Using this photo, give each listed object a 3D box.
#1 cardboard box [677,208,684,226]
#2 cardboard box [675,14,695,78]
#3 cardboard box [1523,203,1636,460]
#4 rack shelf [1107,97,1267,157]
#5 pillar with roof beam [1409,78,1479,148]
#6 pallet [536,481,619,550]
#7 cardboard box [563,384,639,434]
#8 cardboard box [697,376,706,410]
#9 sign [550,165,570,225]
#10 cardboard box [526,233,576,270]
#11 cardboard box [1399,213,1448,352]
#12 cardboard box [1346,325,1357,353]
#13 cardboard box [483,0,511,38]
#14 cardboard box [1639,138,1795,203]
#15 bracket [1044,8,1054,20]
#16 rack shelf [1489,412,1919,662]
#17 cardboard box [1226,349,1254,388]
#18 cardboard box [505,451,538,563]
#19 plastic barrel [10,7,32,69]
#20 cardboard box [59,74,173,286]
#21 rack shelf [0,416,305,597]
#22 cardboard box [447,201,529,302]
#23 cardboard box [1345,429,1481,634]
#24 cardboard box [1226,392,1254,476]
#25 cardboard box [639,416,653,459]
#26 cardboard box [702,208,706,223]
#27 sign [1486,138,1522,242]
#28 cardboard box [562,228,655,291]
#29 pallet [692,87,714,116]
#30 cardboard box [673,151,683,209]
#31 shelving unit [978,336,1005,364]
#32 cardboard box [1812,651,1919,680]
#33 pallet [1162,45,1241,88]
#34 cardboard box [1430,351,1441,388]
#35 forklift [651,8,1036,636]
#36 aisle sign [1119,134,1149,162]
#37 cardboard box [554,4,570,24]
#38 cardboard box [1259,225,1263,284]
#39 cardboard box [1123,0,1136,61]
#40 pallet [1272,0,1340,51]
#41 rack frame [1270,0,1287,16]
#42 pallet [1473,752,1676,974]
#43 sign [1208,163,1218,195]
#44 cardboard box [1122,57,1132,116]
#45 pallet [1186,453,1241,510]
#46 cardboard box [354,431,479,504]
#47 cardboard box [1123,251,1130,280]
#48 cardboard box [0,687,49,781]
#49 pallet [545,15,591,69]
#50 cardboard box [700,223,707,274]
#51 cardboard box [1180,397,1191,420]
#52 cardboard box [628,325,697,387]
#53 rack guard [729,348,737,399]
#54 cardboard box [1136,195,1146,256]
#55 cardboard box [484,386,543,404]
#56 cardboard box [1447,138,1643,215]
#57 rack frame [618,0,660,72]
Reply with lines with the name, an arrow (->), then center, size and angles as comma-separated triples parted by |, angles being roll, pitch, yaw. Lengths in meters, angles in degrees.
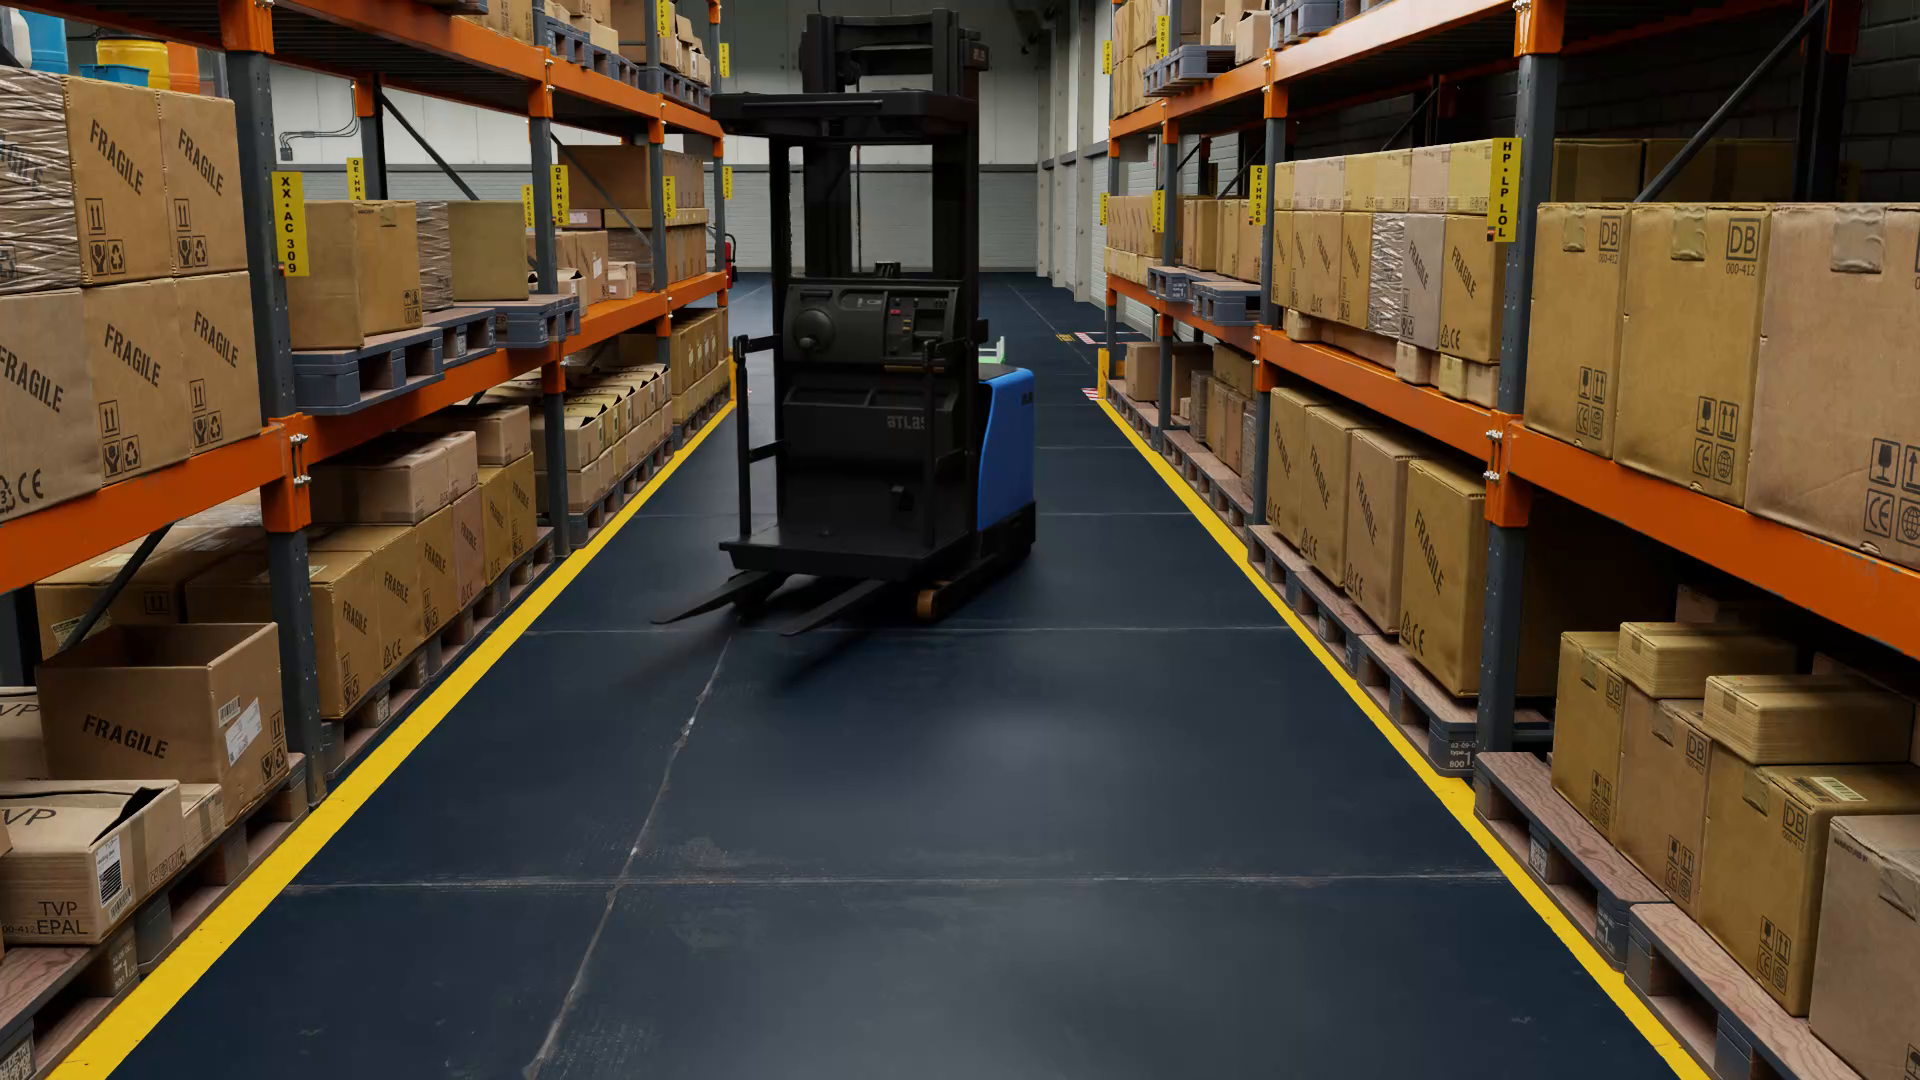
cardboard box -> -2.681, -2.892, 14.887 | 0.380, 0.149, 0.250 | 0, 11, -2
cardboard box -> -2.742, -4.286, 14.429 | 0.797, 0.503, 0.637 | 1, 12, 5
cardboard box -> 2.279, -0.633, 4.881 | 0.980, 0.700, 0.700 | 0, 11, 0
rack shelf -> 2.077, -3.699, 15.014 | 1.077, 0.370, 4.000 | 0, 11, -1
pillar with roof beam -> -1.265, -4.573, 9.969 | 9.100, 9.000, 0.400 | 0, 11, -1
pallet -> -2.729, -0.165, 10.342 | 1.003, 0.211, 1.213 | 0, 11, -1
cardboard box -> -2.507, -0.914, 11.471 | 0.500, 0.311, 0.500 | 0, 11, -2
cardboard box -> -2.551, -1.314, 14.849 | 0.500, 0.250, 0.500 | 0, 11, -1
sign -> -2.209, -1.901, 9.171 | 0.100, 0.325, 0.005 | 0, 11, -1
cardboard box -> -2.802, -1.750, 10.891 | 0.500, 0.500, 0.500 | -1, 11, -4
cardboard box -> 2.002, -0.991, 6.348 | 0.500, 0.500, 0.500 | 0, 11, -1
cardboard box -> 2.031, -0.954, 7.797 | 0.380, 0.149, 0.250 | 0, 11, 0
cardboard box -> -2.698, -2.699, 8.023 | 0.910, 0.500, 0.500 | 0, 11, -1
cardboard box -> 2.535, -1.259, 5.782 | 0.500, 0.250, 0.500 | 0, 11, 1
bracket -> 2.073, -12.235, 38.679 | 0.235, 0.232, 0.430 | 0, 11, -1
rack shelf -> 2.325, 0.156, 3.554 | 1.077, 0.370, 4.000 | 0, 11, -1
cardboard box -> 2.178, -1.205, 11.749 | 0.500, 0.250, 0.500 | -1, 11, -3
cardboard box -> -2.497, -0.174, 8.551 | 0.500, 0.500, 0.500 | 0, 11, 1
plastic barrel -> -7.599, -3.961, 13.155 | 0.421, 0.512, 0.421 | 0, 11, 0
cardboard box -> -2.386, -0.911, 4.237 | 0.500, 0.500, 0.500 | 0, 11, -2
rack shelf -> -2.627, 0.177, 3.450 | 1.077, 0.370, 4.000 | 0, 11, -1
cardboard box -> -2.625, -1.498, 8.591 | 0.700, 0.500, 0.500 | -4, 12, -20
cardboard box -> 2.119, -0.052, 7.119 | 0.750, 0.750, 0.750 | 0, 11, 1
cardboard box -> 2.201, -0.724, 11.264 | 0.700, 0.500, 0.500 | 0, 11, -1
cardboard box -> -2.516, -0.738, 12.011 | 0.500, 0.250, 0.500 | 0, 11, 0
cardboard box -> -2.711, -3.198, 16.395 | 0.380, 0.149, 0.250 | 0, 11, 0
sign -> 1.742, -1.118, 5.315 | 0.100, 0.325, 0.005 | 0, 11, -1
cardboard box -> -2.849, -2.300, 13.602 | 0.700, 0.500, 0.500 | -1, 11, -3
pallet -> -2.928, -4.244, 16.113 | 1.003, 0.211, 1.213 | 0, 11, -1
cardboard box -> -2.880, -3.235, 14.948 | 0.700, 0.500, 0.500 | 0, 11, -1
shelving unit -> 0.132, -0.612, 10.060 | 0.258, 1.200, 0.503 | 1, 11, 4
cardboard box -> 2.412, 0.384, 4.221 | 0.380, 0.149, 0.250 | -1, 11, -3
pallet -> 2.050, -3.233, 11.378 | 1.213, 0.211, 1.003 | 0, 11, -1
cardboard box -> 2.005, -0.648, 6.292 | 0.380, 0.149, 0.250 | 0, 11, 1
forklift -> -0.526, -1.126, 8.238 | 1.130, 2.935, 3.031 | 4, 12, 19
aisle sign -> 1.735, -4.266, 17.006 | 0.394, 0.787, 0.004 | 0, 11, -1
cardboard box -> -2.856, -3.385, 10.977 | 0.500, 0.250, 0.500 | -1, 12, -6
cardboard box -> 2.182, -1.747, 9.768 | 0.700, 0.500, 0.500 | -2, 12, -8
cardboard box -> 1.783, -4.719, 15.414 | 0.500, 0.500, 0.500 | 0, 11, 0
pallet -> 2.268, -2.639, 8.452 | 1.213, 0.211, 1.003 | 0, 11, 1
rack frame -> 2.201, -4.329, 8.765 | 1.000, 3.000, 0.127 | 0, 11, -1
pallet -> 2.222, 0.924, 4.973 | 1.003, 0.211, 1.213 | 0, 11, -1
sign -> 2.591, -3.700, 17.045 | 0.100, 0.325, 0.005 | 0, 11, -1
cardboard box -> 1.783, -4.231, 15.522 | 0.500, 0.500, 0.500 | 0, 11, 1
pallet -> 2.164, -0.420, 11.597 | 1.003, 0.211, 1.213 | 0, 11, -1
cardboard box -> -2.466, -0.327, 7.419 | 0.500, 0.250, 0.500 | 0, 11, -2
cardboard box -> 1.767, -2.512, 15.225 | 0.500, 0.250, 0.500 | 0, 11, -1
cardboard box -> -2.876, 0.614, 5.146 | 0.500, 0.311, 0.500 | 0, 11, -1
pallet -> -2.855, -2.880, 9.641 | 1.213, 0.211, 1.003 | 0, 11, 1
cardboard box -> -2.920, -2.914, 16.629 | 0.700, 0.500, 0.500 | 0, 11, -1
cardboard box -> 2.078, -1.117, 14.042 | 0.380, 0.166, 0.250 | -2, 12, -9
cardboard box -> -2.549, -1.582, 14.284 | 0.500, 0.500, 0.500 | 0, 11, -1
rack guard -> -2.917, -1.738, 17.368 | 1.175, 0.500, 0.348 | 0, 11, -1
cardboard box -> 1.784, -2.680, 14.165 | 0.500, 0.500, 0.500 | 0, 11, -1
cardboard box -> -3.041, -0.907, 11.437 | 0.500, 0.311, 0.500 | 0, 11, 0
cardboard box -> 2.019, -1.258, 5.779 | 0.500, 0.250, 0.500 | 0, 11, 0
rack frame -> -2.834, -5.103, 12.580 | 1.000, 3.000, 0.127 | 0, 11, -1
